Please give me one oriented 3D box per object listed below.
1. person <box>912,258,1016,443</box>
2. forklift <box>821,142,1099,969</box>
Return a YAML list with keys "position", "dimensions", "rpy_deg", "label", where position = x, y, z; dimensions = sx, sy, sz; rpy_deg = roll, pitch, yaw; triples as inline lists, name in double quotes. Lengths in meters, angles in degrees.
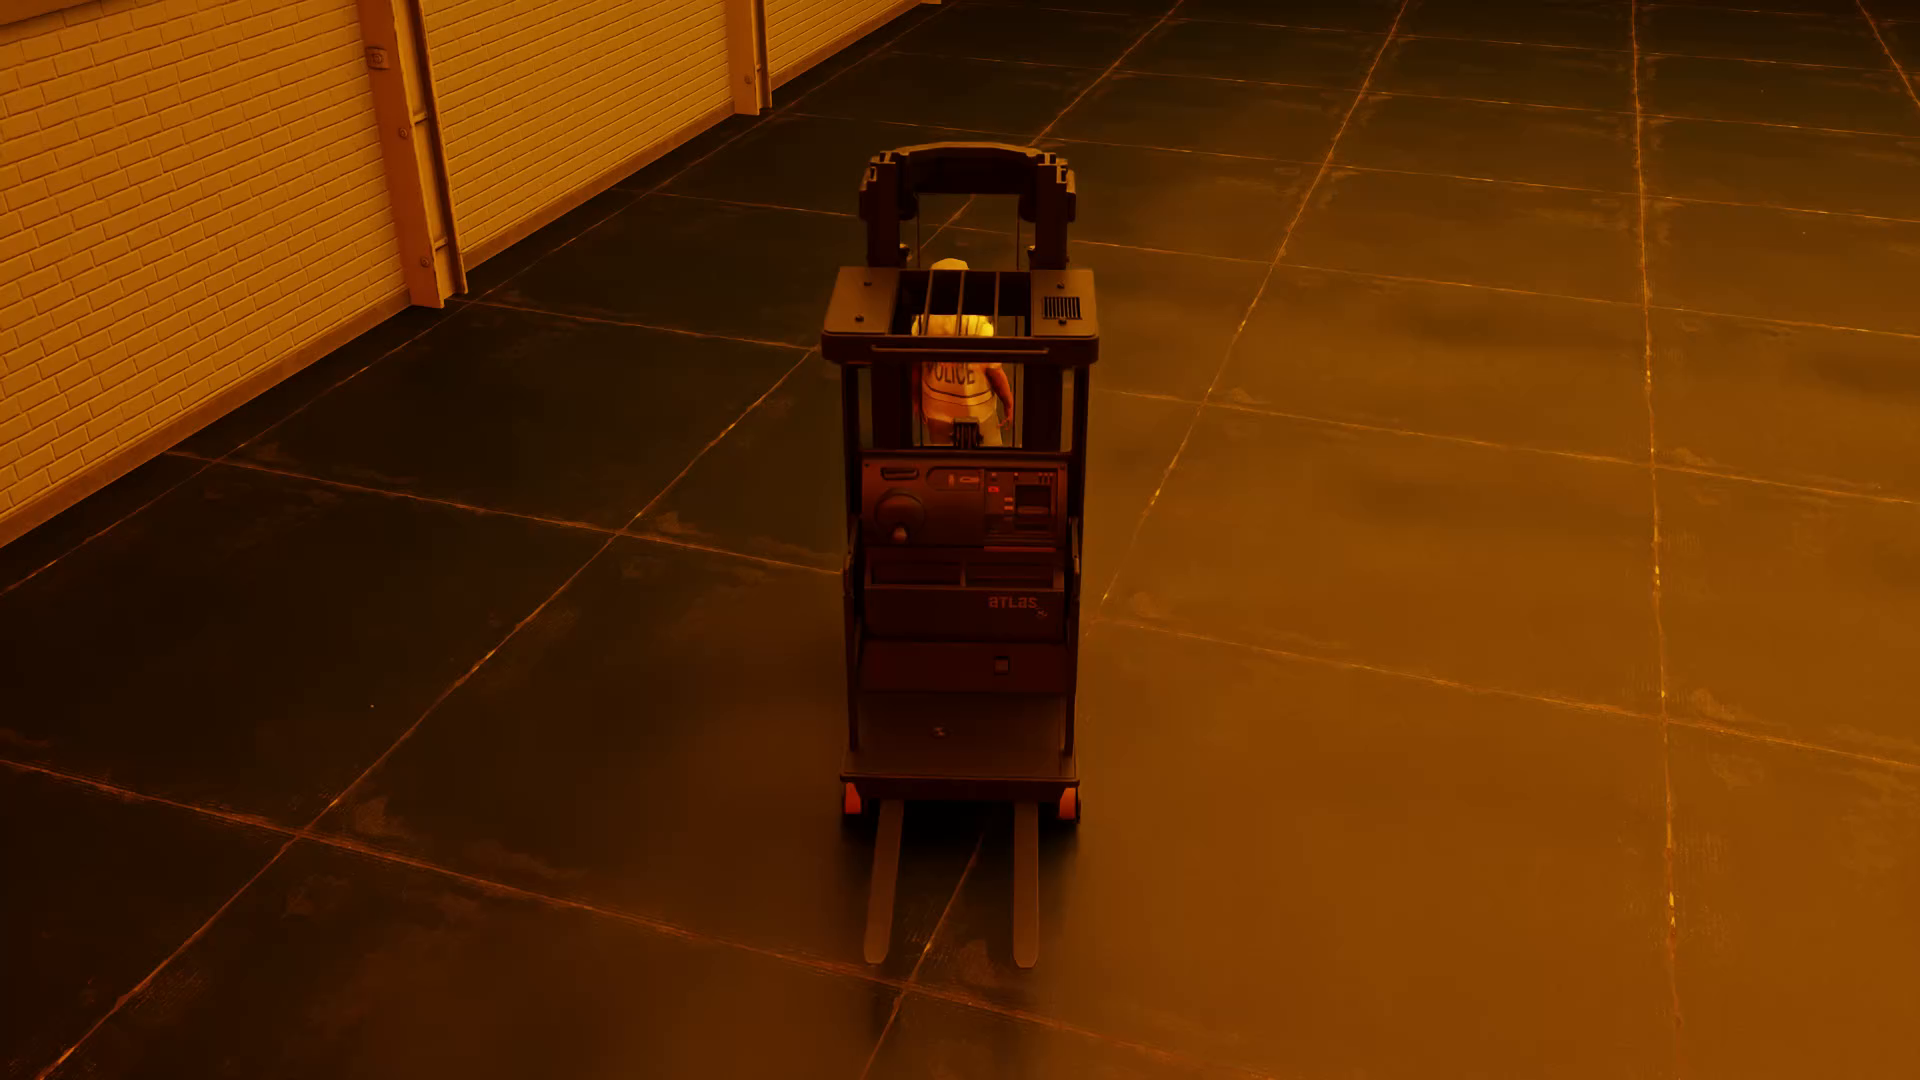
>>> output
- position: [0.036, -0.815, 9.711]
  dimensions: [0.640, 1.781, 0.575]
  rpy_deg: [10, 31, 16]
  label: "person"
- position: [0.015, -0.123, 7.353]
  dimensions: [1.130, 2.935, 3.031]
  rpy_deg: [1, 30, 2]
  label: "forklift"
